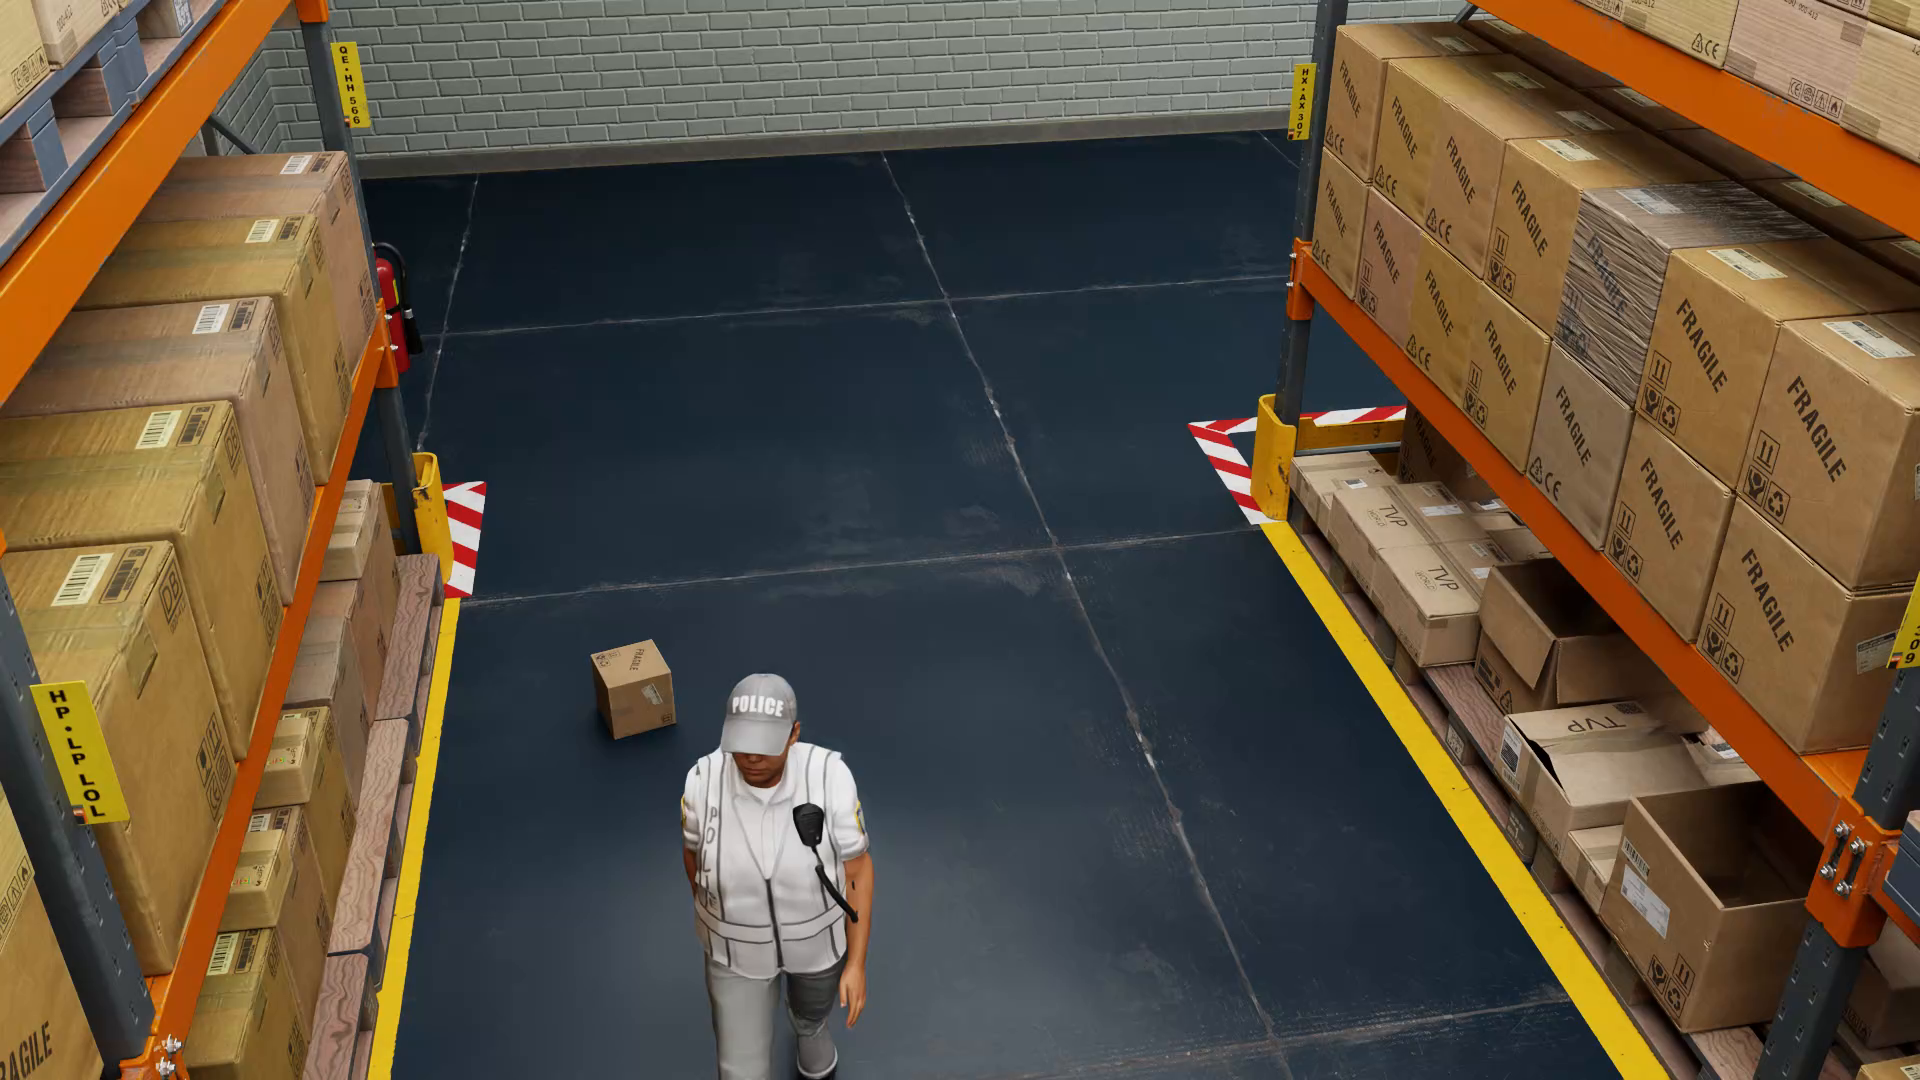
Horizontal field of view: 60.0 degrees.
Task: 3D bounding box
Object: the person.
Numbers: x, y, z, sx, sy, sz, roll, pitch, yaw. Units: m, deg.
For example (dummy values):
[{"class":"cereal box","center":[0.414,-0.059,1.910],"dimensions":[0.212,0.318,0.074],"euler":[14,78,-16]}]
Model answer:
[{"class":"person","center":[-0.461,1.054,4.347],"dimensions":[0.487,1.599,1.021],"euler":[-4,31,-7]}]
